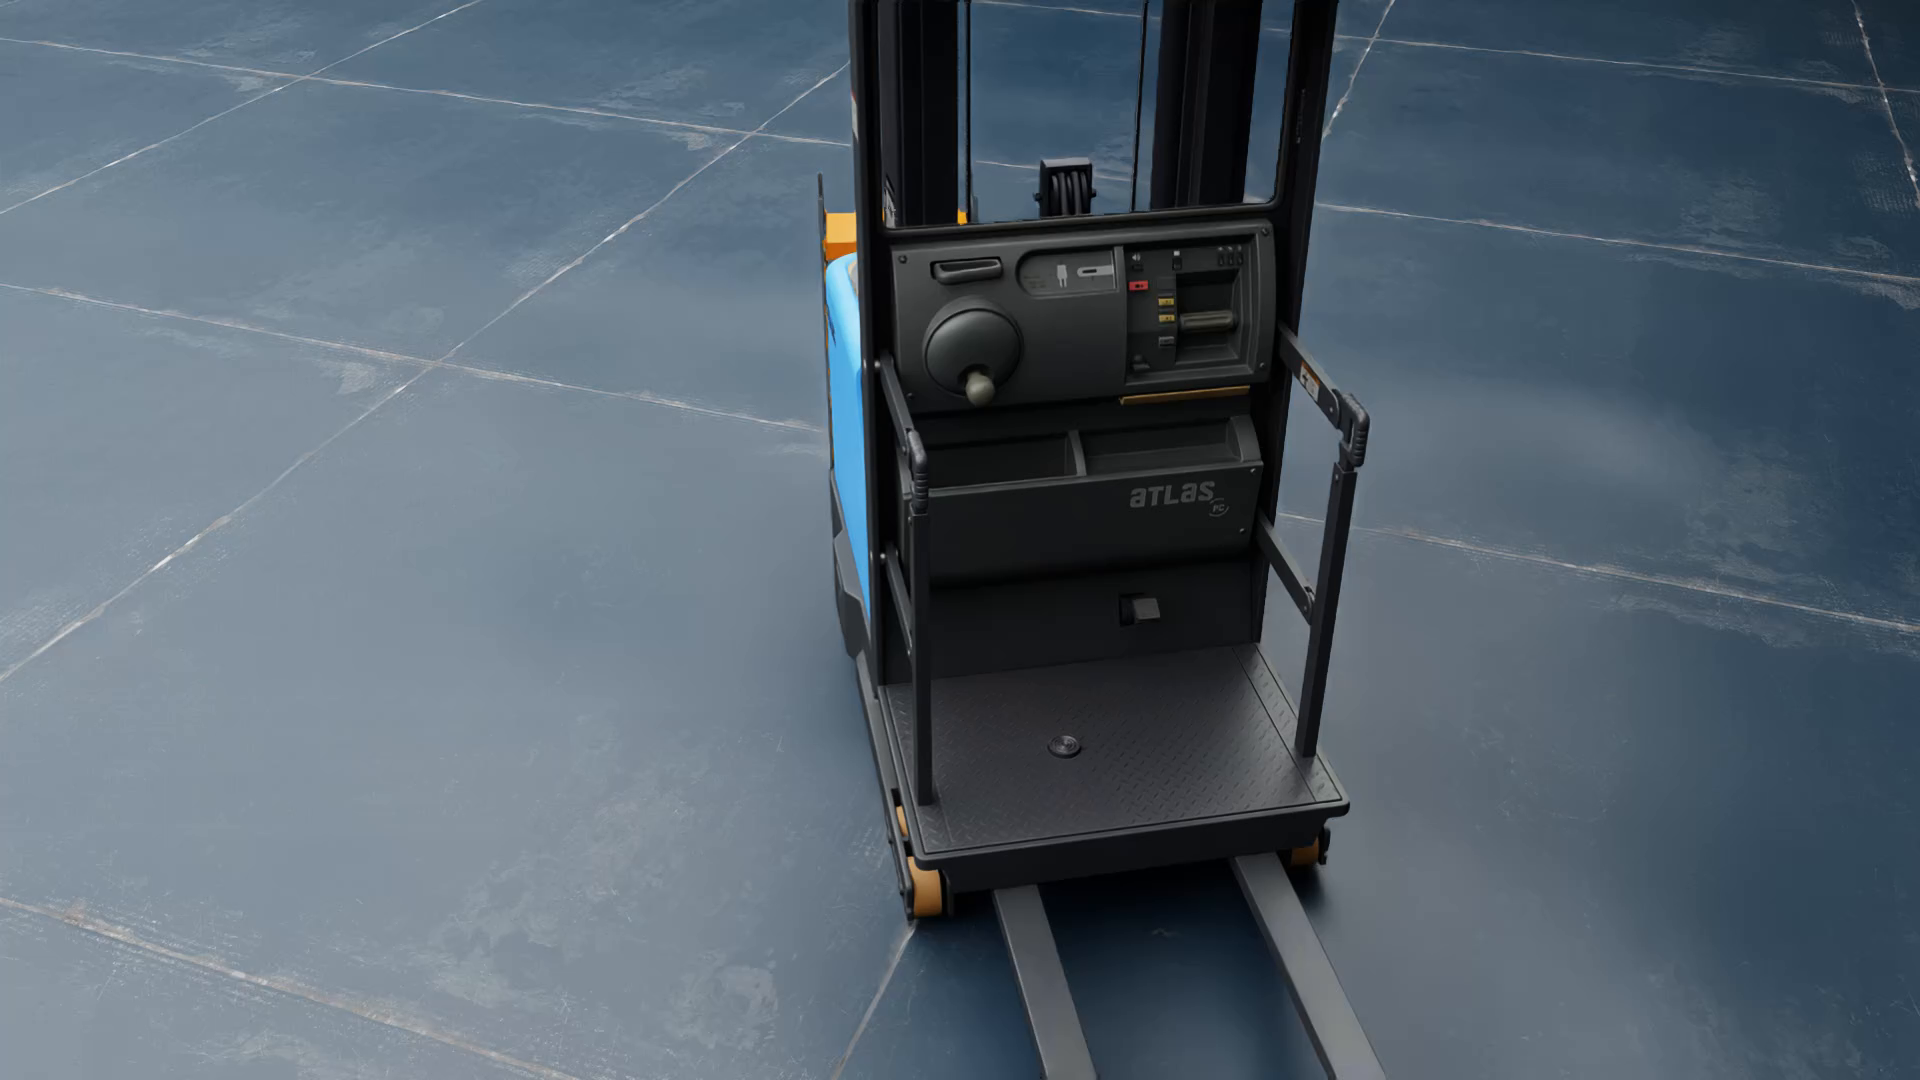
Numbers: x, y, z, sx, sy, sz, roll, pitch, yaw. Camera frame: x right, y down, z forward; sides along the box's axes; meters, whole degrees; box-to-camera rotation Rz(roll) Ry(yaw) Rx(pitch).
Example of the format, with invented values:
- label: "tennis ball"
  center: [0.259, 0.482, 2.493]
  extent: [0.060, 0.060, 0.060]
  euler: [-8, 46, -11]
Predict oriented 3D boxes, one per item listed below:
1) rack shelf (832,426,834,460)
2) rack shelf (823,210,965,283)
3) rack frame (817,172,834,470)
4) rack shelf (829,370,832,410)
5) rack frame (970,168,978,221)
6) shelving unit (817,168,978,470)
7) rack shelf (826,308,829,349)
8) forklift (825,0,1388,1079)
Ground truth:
- label: "rack shelf"
  center: [-0.202, -0.408, 5.767]
  extent: [0.480, 0.148, 0.258]
  euler: [-2, 33, -3]
- label: "rack shelf"
  center: [-0.202, -0.962, 5.409]
  extent: [0.480, 0.148, 0.258]
  euler: [-2, 33, -3]
- label: "rack frame"
  center: [-0.445, -0.623, 5.609]
  extent: [0.015, 1.200, 0.240]
  euler: [-2, 33, -3]
- label: "rack shelf"
  center: [-0.202, -0.575, 5.659]
  extent: [0.480, 0.148, 0.258]
  euler: [-2, 33, -3]
- label: "rack frame"
  center: [0.042, -0.641, 5.636]
  extent: [0.015, 1.200, 0.240]
  euler: [-2, 33, -3]
- label: "shelving unit"
  center: [-0.202, -0.632, 5.622]
  extent: [0.503, 1.200, 0.258]
  euler: [-2, 33, -3]
- label: "rack shelf"
  center: [-0.202, -0.763, 5.537]
  extent: [0.480, 0.148, 0.258]
  euler: [-2, 33, -3]
- label: "forklift"
  center: [0.346, -0.482, 3.795]
  extent: [1.130, 2.935, 3.031]
  euler: [-6, 33, -9]
